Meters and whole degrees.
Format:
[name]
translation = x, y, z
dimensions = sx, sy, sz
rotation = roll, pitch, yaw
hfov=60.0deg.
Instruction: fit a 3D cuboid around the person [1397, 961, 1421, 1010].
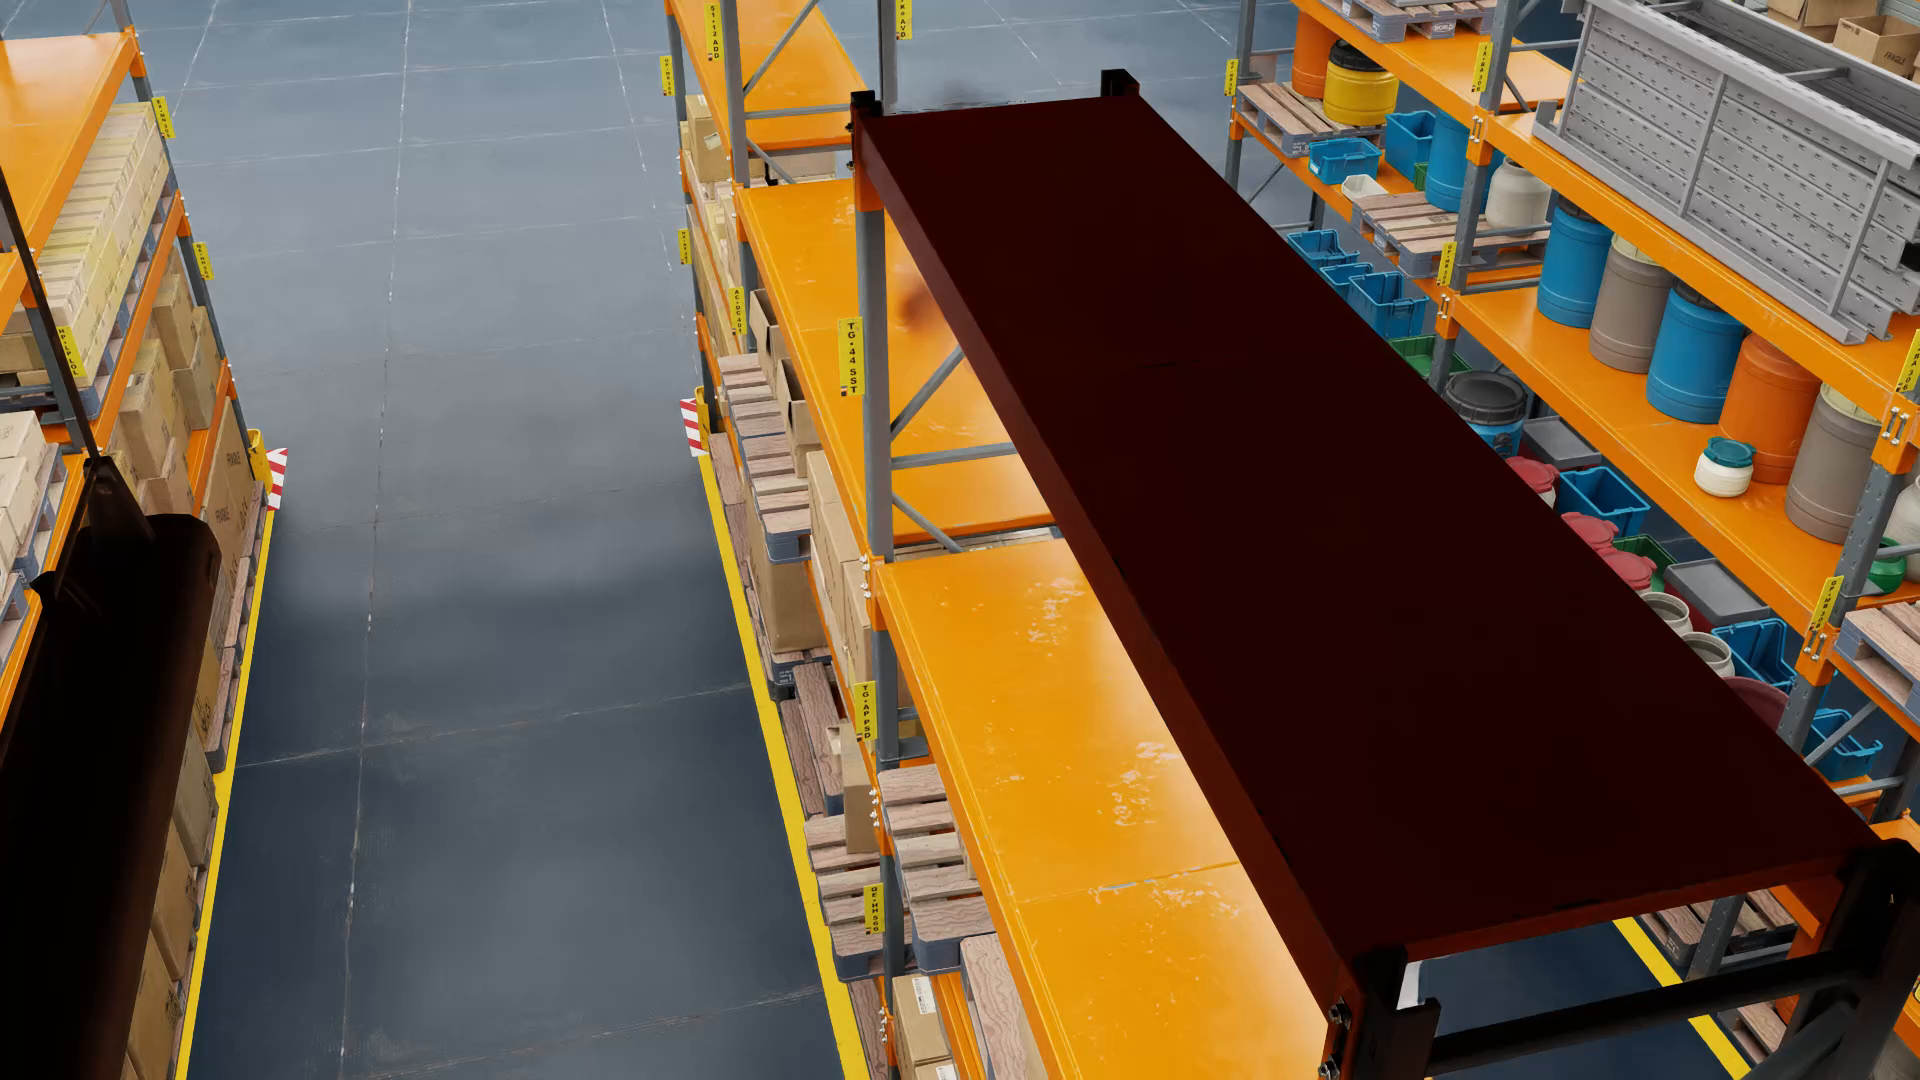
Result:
[person]
translation = 2.278, 2.500, 8.887
dimensions = 0.712, 1.776, 0.955
rotation = -18, 38, -24
